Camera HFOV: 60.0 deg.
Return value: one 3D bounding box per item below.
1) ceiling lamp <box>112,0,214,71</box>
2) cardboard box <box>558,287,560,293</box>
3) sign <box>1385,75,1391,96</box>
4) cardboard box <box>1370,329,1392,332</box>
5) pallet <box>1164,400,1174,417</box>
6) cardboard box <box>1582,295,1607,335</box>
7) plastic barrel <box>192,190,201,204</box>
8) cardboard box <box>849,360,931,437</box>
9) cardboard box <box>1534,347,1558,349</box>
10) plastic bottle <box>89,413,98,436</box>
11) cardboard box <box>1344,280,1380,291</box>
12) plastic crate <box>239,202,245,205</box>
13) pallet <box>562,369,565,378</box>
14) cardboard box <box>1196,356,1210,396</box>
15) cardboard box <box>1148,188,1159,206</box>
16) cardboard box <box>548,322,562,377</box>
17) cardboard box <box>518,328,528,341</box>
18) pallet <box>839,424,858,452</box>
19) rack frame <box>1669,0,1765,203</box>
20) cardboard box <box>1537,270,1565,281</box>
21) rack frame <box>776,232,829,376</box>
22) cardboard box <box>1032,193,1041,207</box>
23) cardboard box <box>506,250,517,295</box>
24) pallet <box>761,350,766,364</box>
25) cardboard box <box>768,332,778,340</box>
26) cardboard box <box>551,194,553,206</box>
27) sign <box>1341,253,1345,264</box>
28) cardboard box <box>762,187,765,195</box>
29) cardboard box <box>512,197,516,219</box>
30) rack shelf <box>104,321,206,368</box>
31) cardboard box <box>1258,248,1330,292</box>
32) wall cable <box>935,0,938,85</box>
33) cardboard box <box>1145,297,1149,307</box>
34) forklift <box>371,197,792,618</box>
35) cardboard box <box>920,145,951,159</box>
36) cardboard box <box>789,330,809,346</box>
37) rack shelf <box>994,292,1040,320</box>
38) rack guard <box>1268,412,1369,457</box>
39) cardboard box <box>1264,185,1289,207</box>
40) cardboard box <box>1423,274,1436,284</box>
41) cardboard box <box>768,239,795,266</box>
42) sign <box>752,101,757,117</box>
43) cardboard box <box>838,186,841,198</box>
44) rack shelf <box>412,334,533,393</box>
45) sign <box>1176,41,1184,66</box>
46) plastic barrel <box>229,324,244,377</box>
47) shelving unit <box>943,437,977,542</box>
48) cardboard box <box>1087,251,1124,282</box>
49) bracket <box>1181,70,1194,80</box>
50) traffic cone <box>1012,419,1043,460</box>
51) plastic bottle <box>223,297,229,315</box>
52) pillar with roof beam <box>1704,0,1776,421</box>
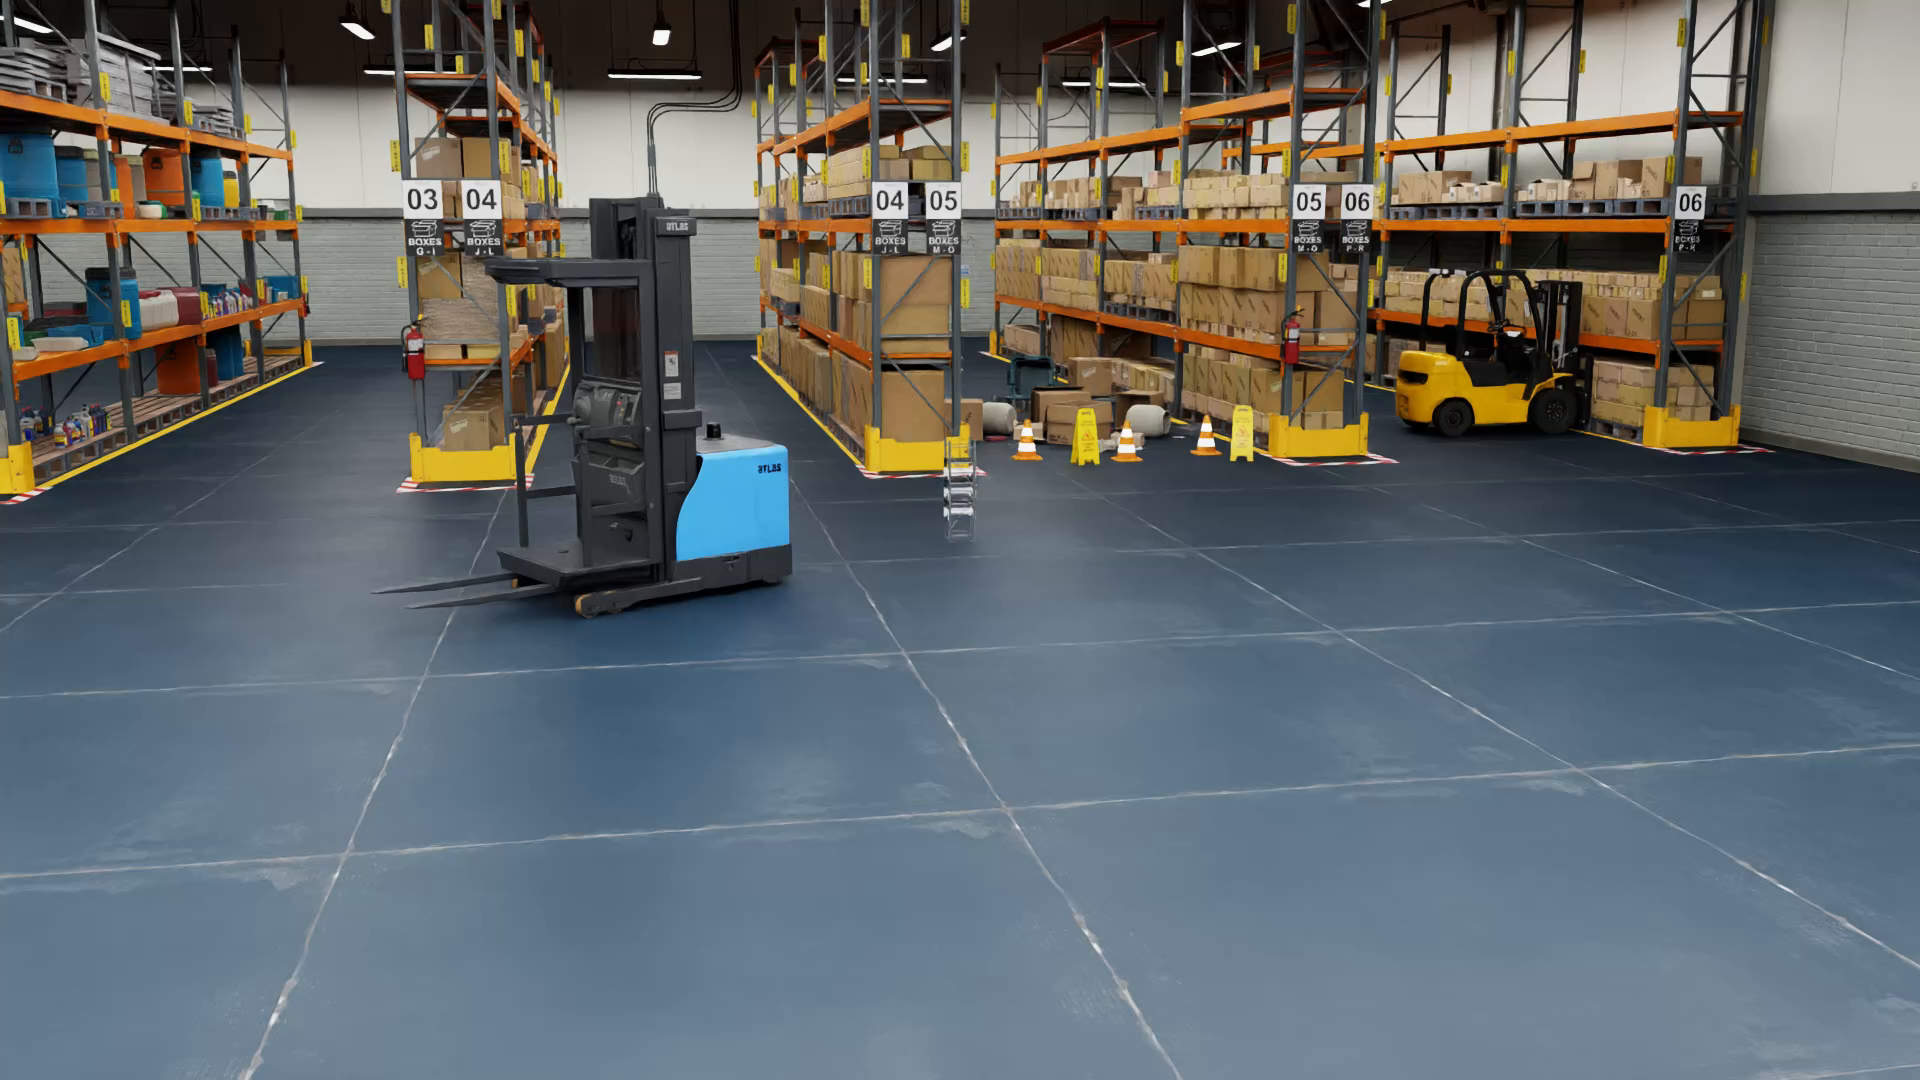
[{"bbox_3d":[-16.272,-11.109,33.382,2.000,3.185,0.800,-2,11,-11],"label":"ceiling lamp"},{"bbox_3d":[-7.829,-4.783,31.407,0.500,0.250,0.500,-2,11,-11],"label":"cardboard box"},{"bbox_3d":[7.128,-7.569,27.685,0.100,0.325,0.005,-2,11,-11],"label":"sign"},{"bbox_3d":[7.650,-3.741,30.157,0.380,0.149,0.250,-2,11,-12],"label":"cardboard box"},{"bbox_3d":[3.415,-2.003,24.658,1.003,0.211,1.213,-2,11,-11],"label":"pallet"},{"bbox_3d":[8.669,-2.997,22.155,0.500,0.500,0.500,-2,11,-12],"label":"cardboard box"},{"bbox_3d":[-11.769,-5.230,25.422,0.294,0.245,0.294,0,11,0],"label":"plastic barrel"},{"bbox_3d":[-0.859,-1.744,20.398,0.875,0.875,0.875,-2,11,-12],"label":"cardboard box"},{"bbox_3d":[8.722,-2.675,24.286,0.500,0.250,0.500,-2,11,-10],"label":"cardboard box"},{"bbox_3d":[-10.493,-1.401,20.121,0.061,0.283,0.133,-1,11,-7],"label":"plastic bottle"},{"bbox_3d":[7.136,-4.460,29.383,0.500,0.250,0.500,-3,11,-14],"label":"cardboard box"},{"bbox_3d":[-13.317,-6.044,30.572,0.504,0.338,0.767,-2,11,-11],"label":"plastic crate"},{"bbox_3d":[-7.780,-3.110,30.471,1.003,0.211,1.213,-2,11,-11],"label":"pallet"},{"bbox_3d":[3.534,-2.239,22.661,0.500,0.500,0.500,-2,11,-9],"label":"cardboard box"},{"bbox_3d":[3.121,-5.125,24.857,0.500,0.250,0.500,-2,11,-10],"label":"cardboard box"},{"bbox_3d":[-7.390,-3.219,28.148,1.225,0.875,0.875,-3,11,-13],"label":"cardboard box"},{"bbox_3d":[-5.635,-2.582,20.912,0.380,0.149,0.250,-2,11,-11],"label":"cardboard box"},{"bbox_3d":[-0.956,-1.296,20.939,1.003,0.211,1.213,-2,11,-11],"label":"pallet"},{"bbox_3d":[9.214,-5.625,20.184,1.000,3.000,0.127,-2,11,-11],"label":"rack frame"},{"bbox_3d":[8.355,-3.714,23.391,0.380,0.149,0.250,-2,11,-10],"label":"cardboard box"},{"bbox_3d":[-2.824,-4.499,30.313,1.000,3.000,0.127,-2,11,-11],"label":"rack frame"},{"bbox_3d":[1.574,-6.466,31.594,0.396,0.266,0.258,-2,11,-9],"label":"cardboard box"},{"bbox_3d":[-5.305,-3.026,18.834,0.500,0.500,0.500,-2,11,-11],"label":"cardboard box"},{"bbox_3d":[-3.463,-3.699,33.565,1.003,0.211,1.213,-2,11,-11],"label":"pallet"},{"bbox_3d":[-3.557,-3.982,32.505,0.380,0.149,0.250,-2,11,-10],"label":"cardboard box"},{"bbox_3d":[-8.333,-6.756,32.488,0.700,0.500,0.500,-3,11,-14],"label":"cardboard box"},{"bbox_3d":[7.424,-5.469,32.309,0.100,0.325,0.005,-2,11,-11],"label":"sign"},{"bbox_3d":[-3.702,-6.862,32.703,0.380,0.149,0.250,-2,11,-10],"label":"cardboard box"},{"bbox_3d":[-5.520,-3.915,19.621,0.500,0.250,0.500,-2,11,-9],"label":"cardboard box"},{"bbox_3d":[-11.400,-2.704,22.802,1.077,0.370,4.000,-2,11,-11],"label":"rack shelf"},{"bbox_3d":[4.033,-3.269,20.113,0.700,0.500,0.500,-2,11,-12],"label":"cardboard box"},{"bbox_3d":[-1.666,-12.302,39.218,2.355,3.000,0.029,-2,11,-11],"label":"wall cable"},{"bbox_3d":[3.013,-3.585,25.061,0.380,0.149,0.250,-2,11,-11],"label":"cardboard box"},{"bbox_3d":[-2.753,-0.997,12.097,3.031,2.935,1.130,-9,14,-40],"label":"forklift"},{"bbox_3d":[-0.242,-4.368,18.752,0.380,0.149,0.250,-2,11,-10],"label":"cardboard box"},{"bbox_3d":[-2.628,-3.414,28.169,0.500,0.250,0.500,-2,11,-10],"label":"cardboard box"},{"bbox_3d":[1.623,-4.711,33.351,1.077,0.370,4.000,-2,11,-11],"label":"rack shelf"},{"bbox_3d":[4.331,-1.283,20.100,1.175,0.500,0.348,-2,11,-11],"label":"rack guard"},{"bbox_3d":[3.982,-4.127,19.940,0.500,0.250,0.500,-2,11,-12],"label":"cardboard box"},{"bbox_3d":[7.693,-4.208,26.779,0.380,0.149,0.250,-2,11,-10],"label":"cardboard box"},{"bbox_3d":[-3.372,-5.451,31.577,0.500,0.500,0.500,-2,11,-10],"label":"cardboard box"},{"bbox_3d":[-4.134,-8.658,33.408,0.100,0.325,0.005,-2,11,-11],"label":"sign"},{"bbox_3d":[-1.330,-4.372,20.903,0.380,0.149,0.250,-2,11,-12],"label":"cardboard box"},{"bbox_3d":[-5.764,-2.150,19.894,1.077,0.370,4.000,-2,11,-11],"label":"rack shelf"},{"bbox_3d":[3.025,-6.693,22.873,0.100,0.325,0.005,-2,11,-11],"label":"sign"},{"bbox_3d":[-12.478,-3.232,28.146,0.600,0.901,0.708,-2,11,-11],"label":"plastic barrel"},{"bbox_3d":[-0.002,-0.444,14.620,0.258,0.900,0.210,-2,11,-11],"label":"shelving unit"},{"bbox_3d":[2.433,-4.590,27.847,0.500,0.500,0.500,-2,11,-13],"label":"cardboard box"},{"bbox_3d":[5.572,-11.353,40.651,0.235,0.232,0.430,-2,11,-11],"label":"bracket"},{"bbox_3d":[0.800,-1.201,19.770,0.336,0.463,0.334,-2,11,-11],"label":"traffic cone"},{"bbox_3d":[-11.843,-3.772,26.804,0.061,0.283,0.133,-2,11,-11],"label":"plastic bottle"},{"bbox_3d":[5.740,-5.629,20.205,9.100,9.000,0.400,-2,11,-11],"label":"pillar with roof beam"}]
